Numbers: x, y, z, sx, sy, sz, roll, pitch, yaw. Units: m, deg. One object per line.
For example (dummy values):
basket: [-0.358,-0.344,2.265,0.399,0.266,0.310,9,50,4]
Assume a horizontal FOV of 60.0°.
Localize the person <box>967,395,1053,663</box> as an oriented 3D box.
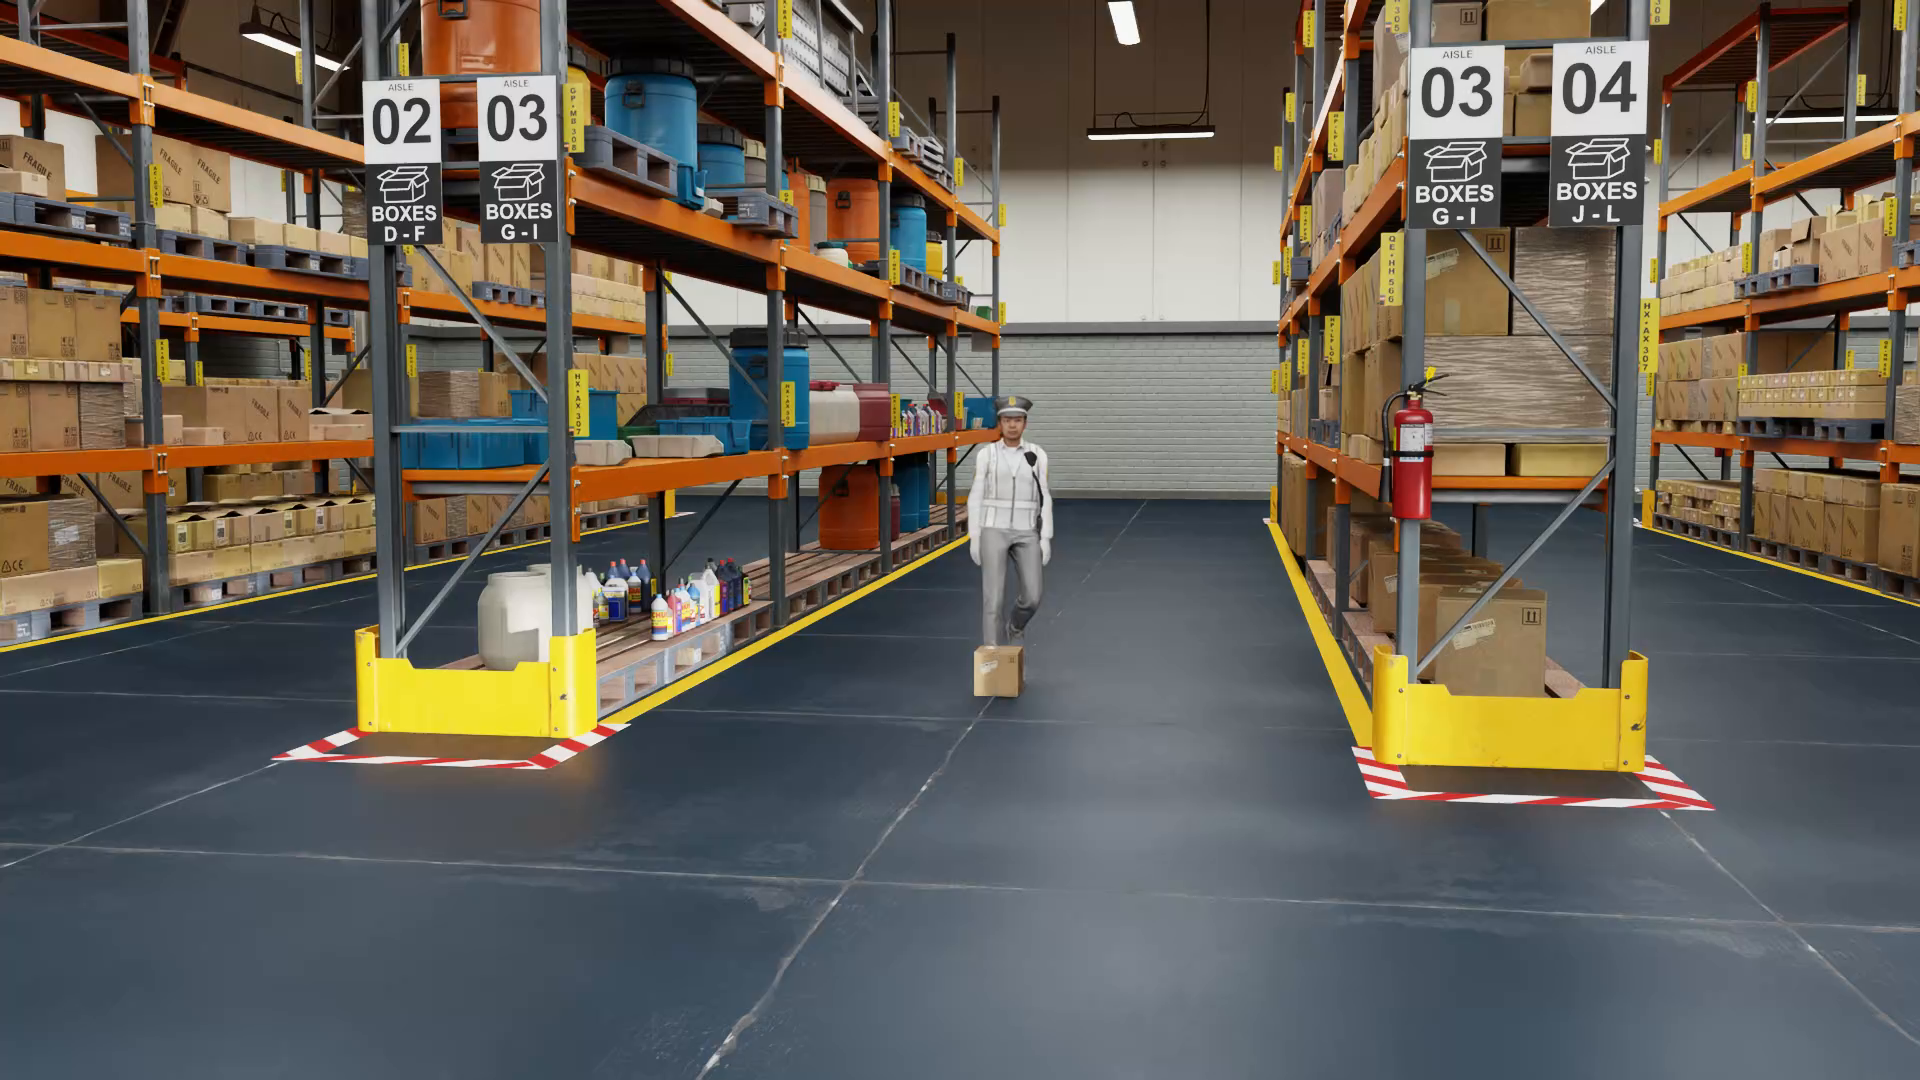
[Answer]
person: [0.300,-0.016,9.863,0.506,1.683,0.535,0,5,-6]
